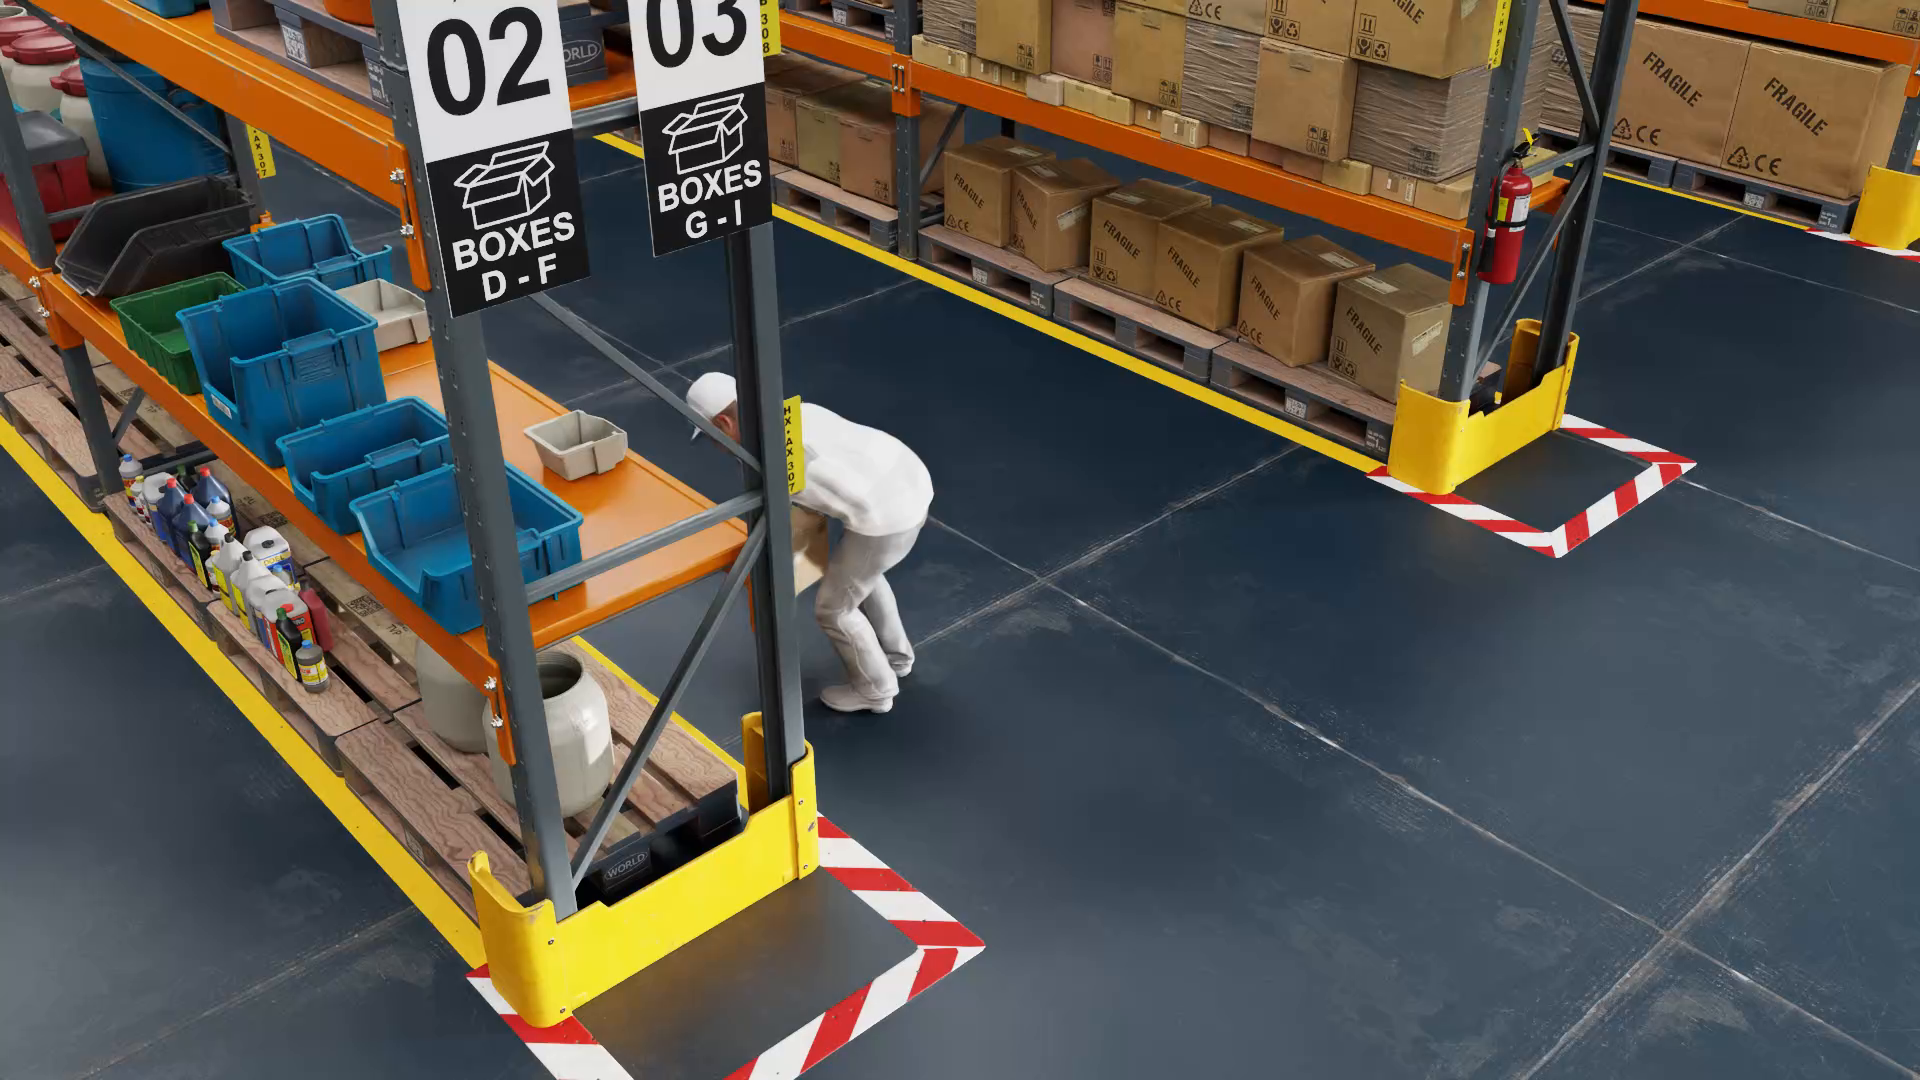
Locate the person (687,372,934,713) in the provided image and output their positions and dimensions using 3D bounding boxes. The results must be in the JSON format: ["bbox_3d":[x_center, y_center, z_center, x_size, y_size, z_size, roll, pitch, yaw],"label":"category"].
[{"bbox_3d":[-0.577,0.000,6.518,0.937,1.349,0.462,7,32,11],"label":"person"}]
